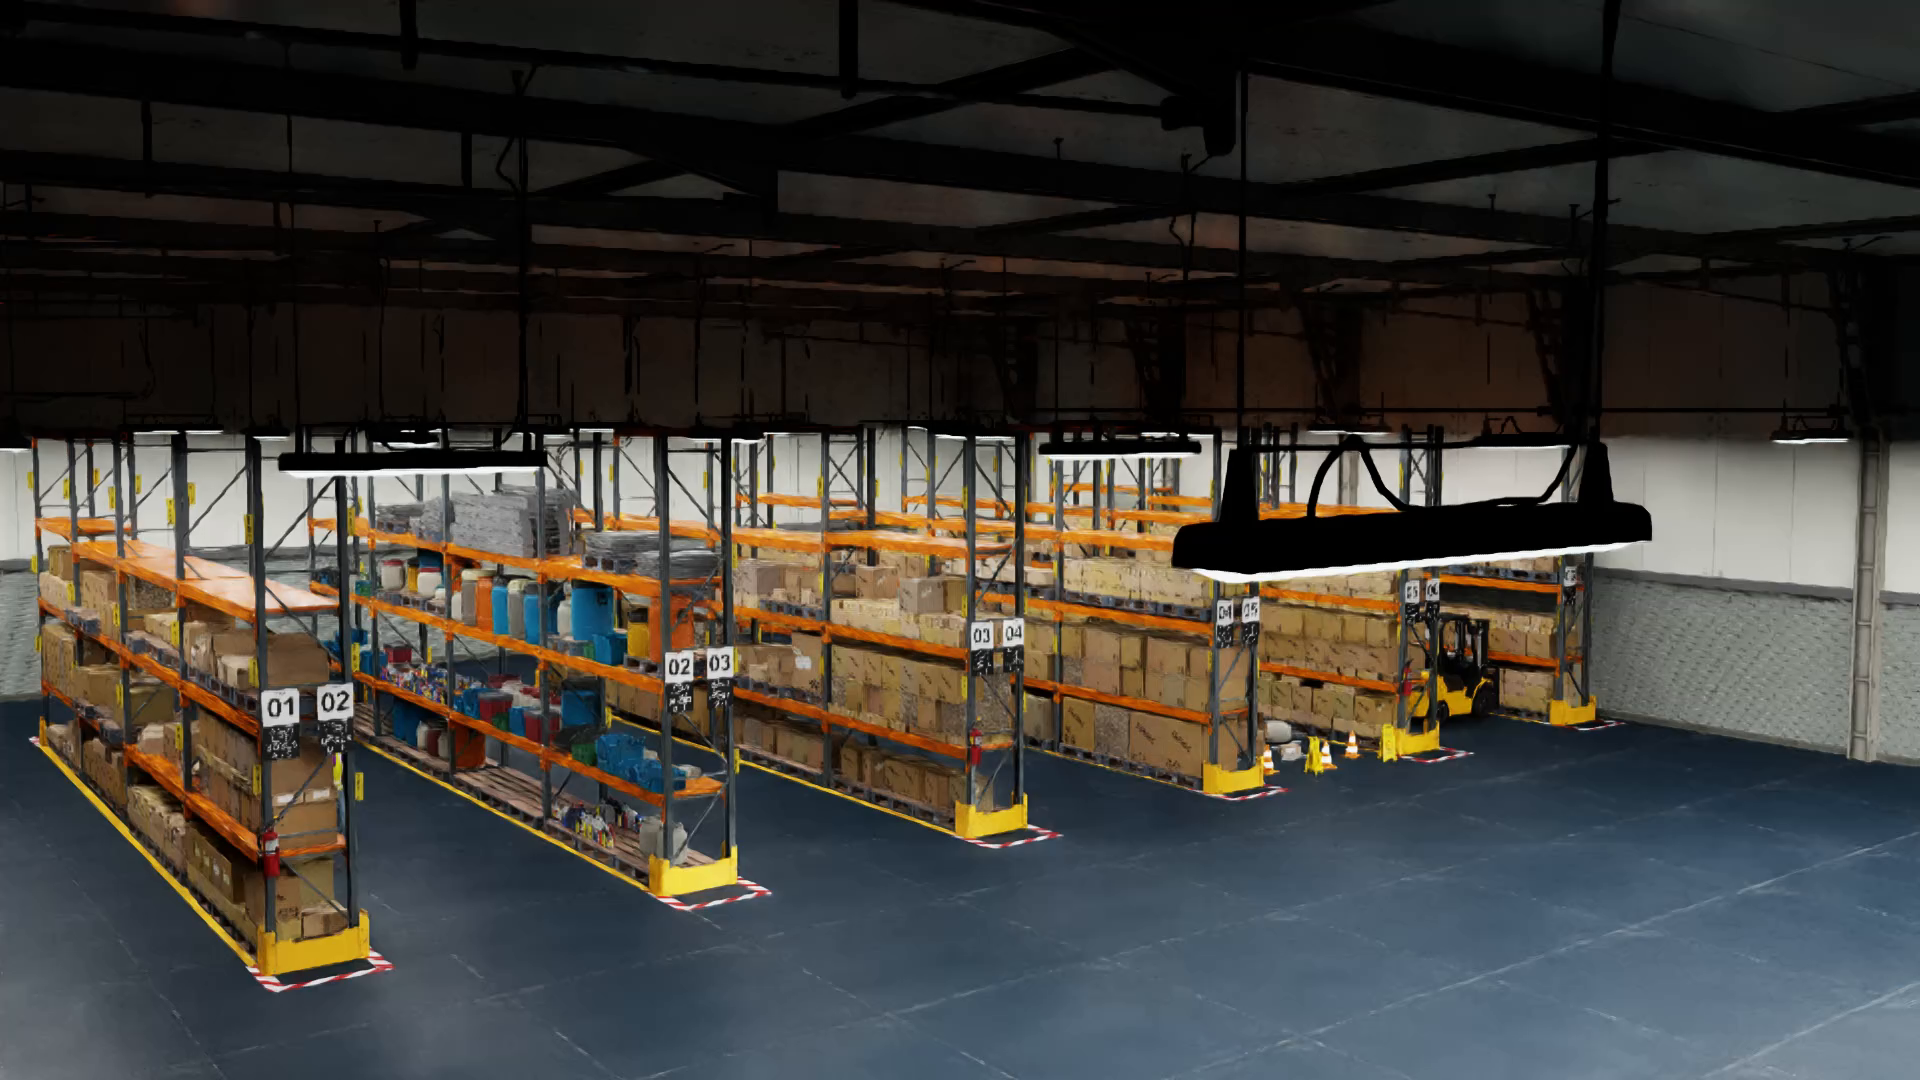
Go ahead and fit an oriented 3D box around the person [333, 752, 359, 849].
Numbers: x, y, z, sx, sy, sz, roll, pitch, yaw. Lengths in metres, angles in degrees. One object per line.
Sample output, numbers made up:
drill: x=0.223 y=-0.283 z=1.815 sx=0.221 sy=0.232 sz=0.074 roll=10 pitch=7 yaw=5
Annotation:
person: x=-9.050 y=3.598 z=23.827 sx=0.571 sy=1.708 sz=1.033 roll=-4 pitch=6 yaw=-44
